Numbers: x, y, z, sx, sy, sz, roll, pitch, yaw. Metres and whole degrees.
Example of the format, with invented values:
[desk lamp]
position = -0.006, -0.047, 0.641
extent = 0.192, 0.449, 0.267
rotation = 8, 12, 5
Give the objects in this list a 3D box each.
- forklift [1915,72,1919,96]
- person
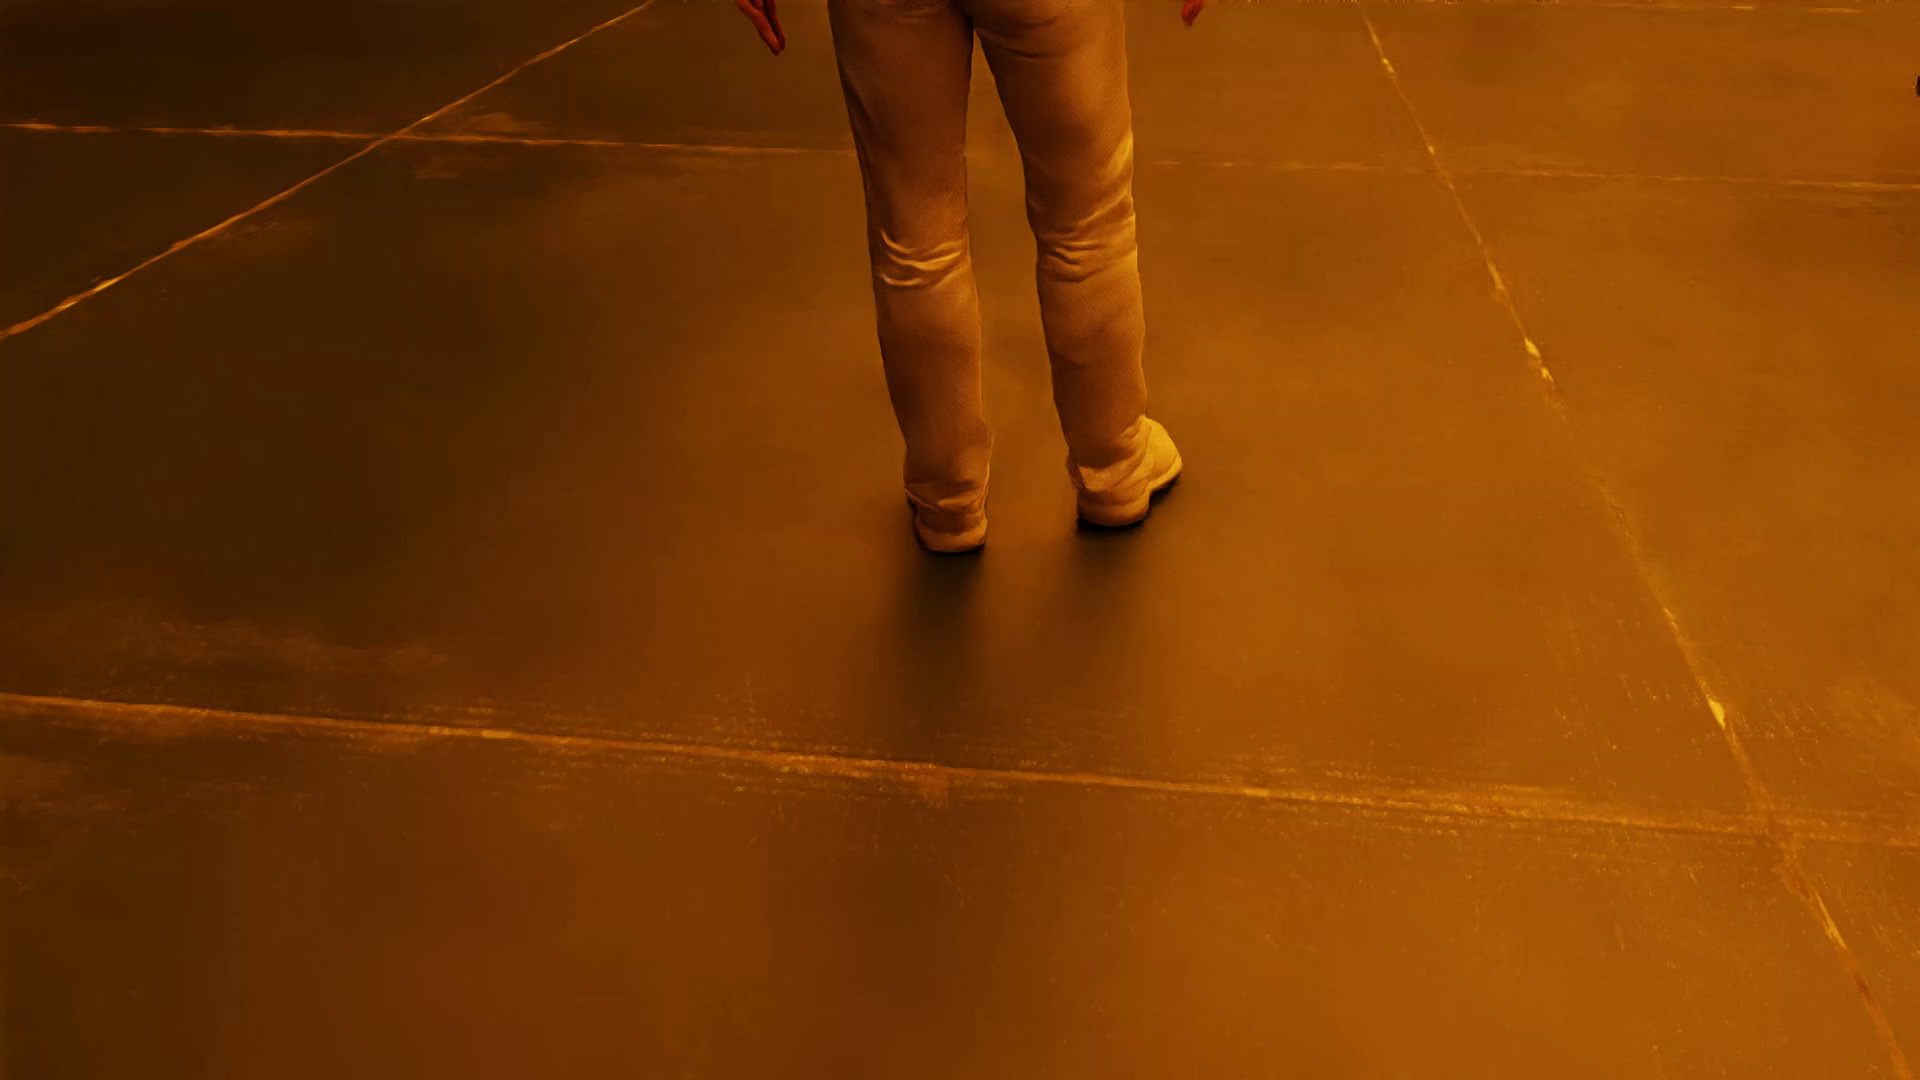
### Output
[forklift]
position = 4.373, -2.831, 4.892
extent = 3.031, 2.935, 1.130
rotation = -19, 32, -34
[person]
position = 0.014, -0.827, 2.164
extent = 0.665, 1.766, 0.576
rotation = 3, 27, 7
